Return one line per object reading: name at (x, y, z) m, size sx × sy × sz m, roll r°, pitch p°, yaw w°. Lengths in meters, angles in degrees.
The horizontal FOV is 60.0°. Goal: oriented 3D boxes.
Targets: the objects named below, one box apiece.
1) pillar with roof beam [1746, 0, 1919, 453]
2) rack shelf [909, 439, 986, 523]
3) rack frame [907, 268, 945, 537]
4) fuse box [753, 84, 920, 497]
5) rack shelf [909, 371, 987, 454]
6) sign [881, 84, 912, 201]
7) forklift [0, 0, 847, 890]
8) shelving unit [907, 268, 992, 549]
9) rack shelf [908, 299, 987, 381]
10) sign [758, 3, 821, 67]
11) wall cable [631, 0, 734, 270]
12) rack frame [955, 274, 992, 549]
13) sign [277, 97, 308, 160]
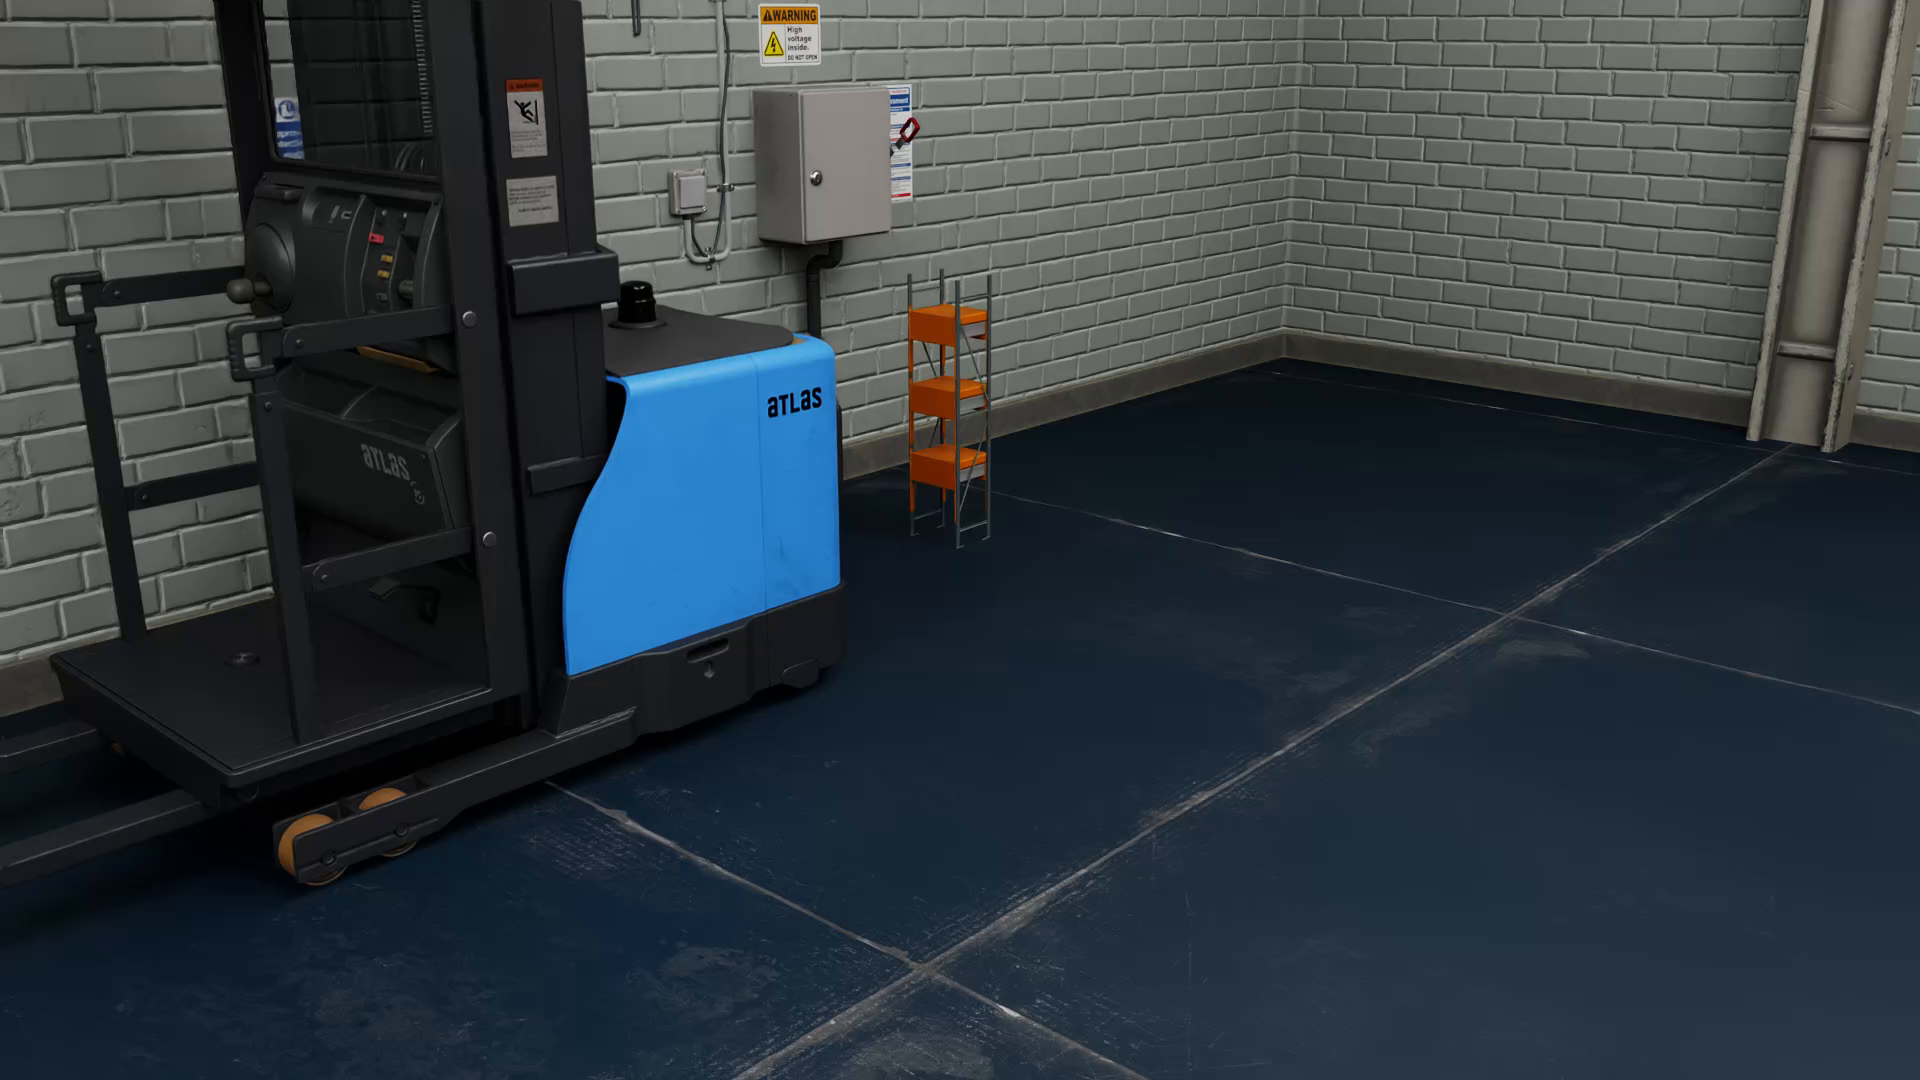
pillar with roof beam at (1.250, -3.804, 3.721) m, size 0.400 × 9.000 × 9.100 m, roll 15°, pitch 23°, yaw 39°
rack shelf at (-0.040, -0.236, 6.574) m, size 0.240 × 0.259 × 0.215 m, roll 15°, pitch 23°, yaw 39°
rack frame at (-0.131, -0.536, 6.564) m, size 0.008 × 1.050 × 0.200 m, roll 15°, pitch 23°, yaw 39°
fuse box at (-0.495, -1.008, 6.959) m, size 0.414 × 1.711 × 0.539 m, roll 15°, pitch 23°, yaw 39°
rack shelf at (-0.040, -0.501, 6.490) m, size 0.240 × 0.259 × 0.215 m, roll 15°, pitch 23°, yaw 39°
sign at (-0.322, -1.730, 7.262) m, size 0.001 × 0.494 × 0.329 m, roll 15°, pitch 23°, yaw 39°
forklift at (-1.725, -0.741, 4.100) m, size 1.130 × 2.935 × 3.031 m, roll 16°, pitch 23°, yaw 40°
shelving unit at (-0.040, -0.511, 6.487) m, size 0.252 × 1.050 × 0.215 m, roll 15°, pitch 23°, yaw 39°
rack shelf at (-0.040, -0.772, 6.404) m, size 0.240 × 0.259 × 0.215 m, roll 15°, pitch 23°, yaw 39°
sign at (-0.687, -2.045, 6.731) m, size 0.001 × 0.242 × 0.339 m, roll 15°, pitch 23°, yaw 39°
wall cable at (-1.066, -1.984, 6.224) m, size 0.122 × 1.984 × 0.588 m, roll 15°, pitch 23°, yaw 39°
rack frame at (0.051, -0.487, 6.410) m, size 0.008 × 1.050 × 0.200 m, roll 15°, pitch 23°, yaw 39°
sign at (-2.076, -1.306, 5.323) m, size 0.001 × 0.218 × 0.327 m, roll 15°, pitch 23°, yaw 39°
